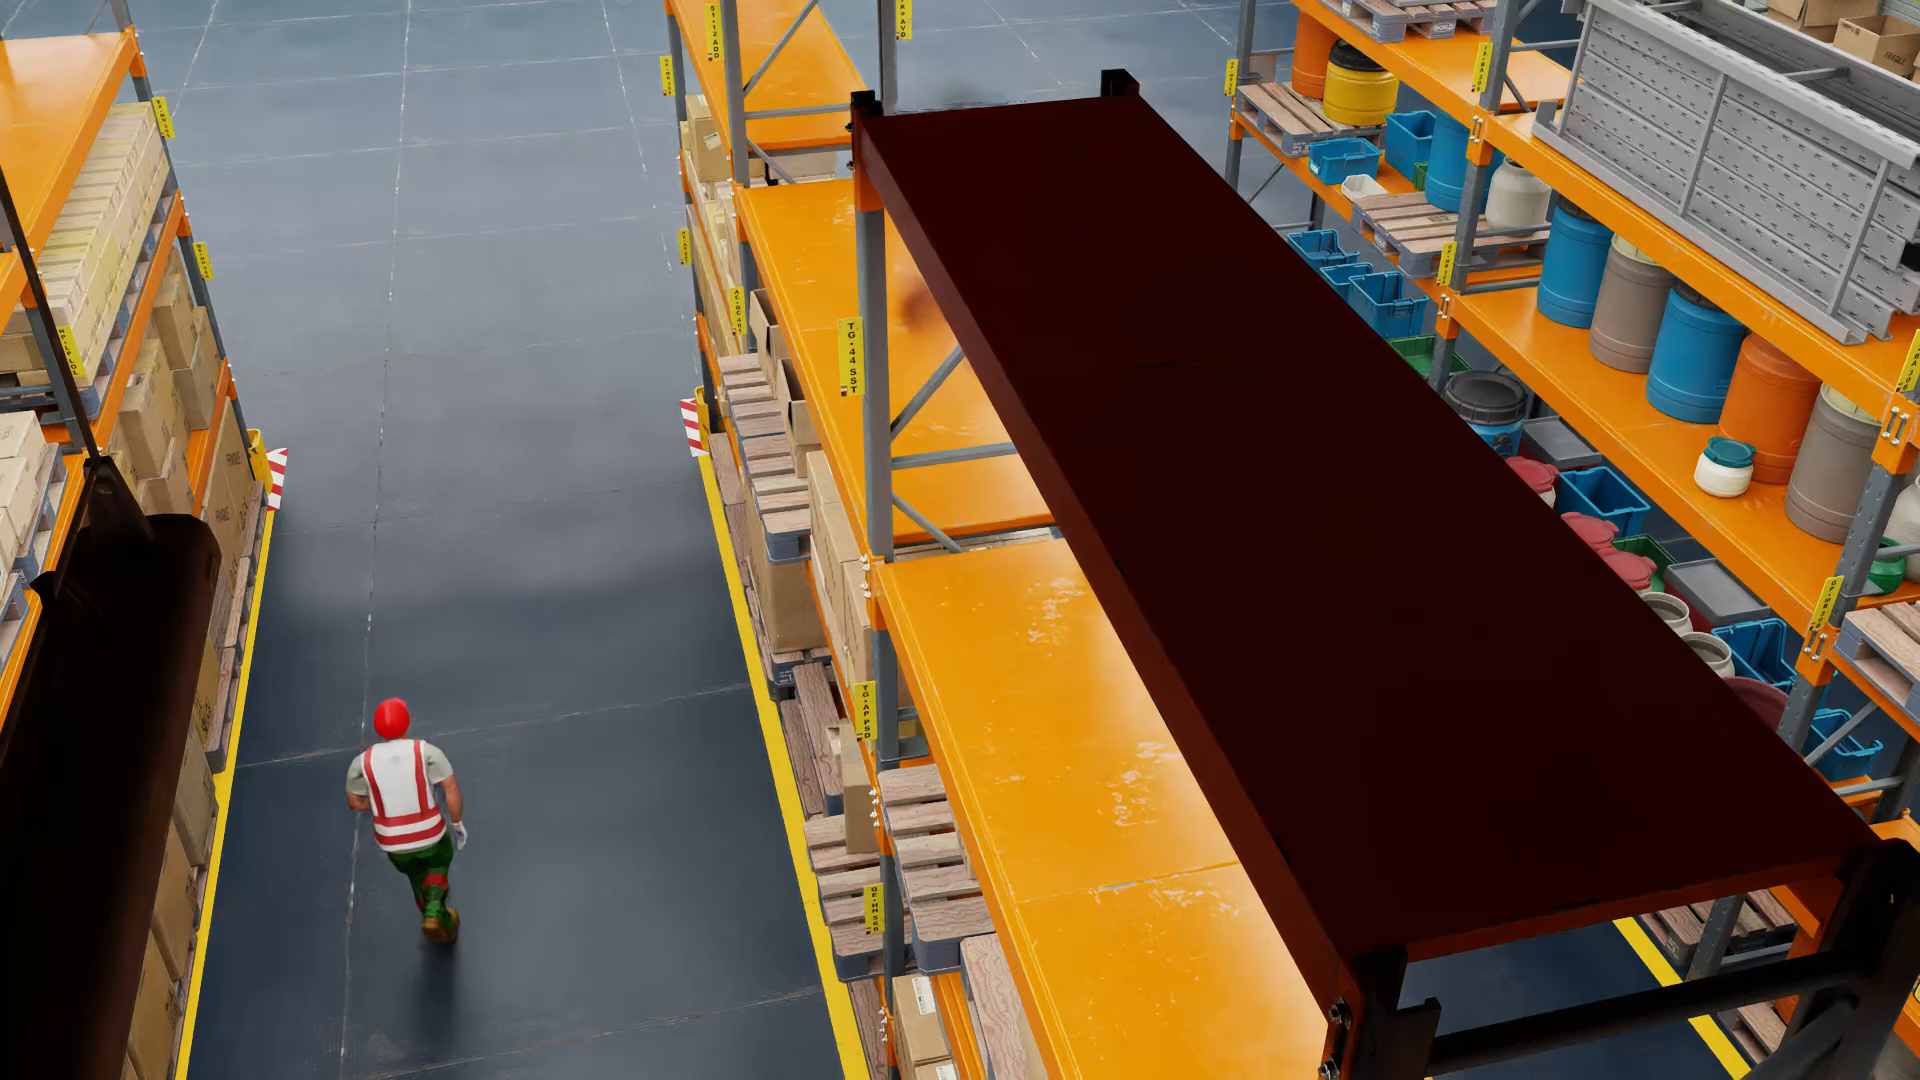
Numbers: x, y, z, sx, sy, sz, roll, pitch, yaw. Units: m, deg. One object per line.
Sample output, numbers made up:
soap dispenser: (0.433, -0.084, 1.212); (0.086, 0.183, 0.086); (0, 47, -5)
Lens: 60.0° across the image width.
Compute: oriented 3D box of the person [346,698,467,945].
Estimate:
person: (-3.282, 1.788, 10.004); (0.654, 1.712, 0.779); (-10, 36, -14)
